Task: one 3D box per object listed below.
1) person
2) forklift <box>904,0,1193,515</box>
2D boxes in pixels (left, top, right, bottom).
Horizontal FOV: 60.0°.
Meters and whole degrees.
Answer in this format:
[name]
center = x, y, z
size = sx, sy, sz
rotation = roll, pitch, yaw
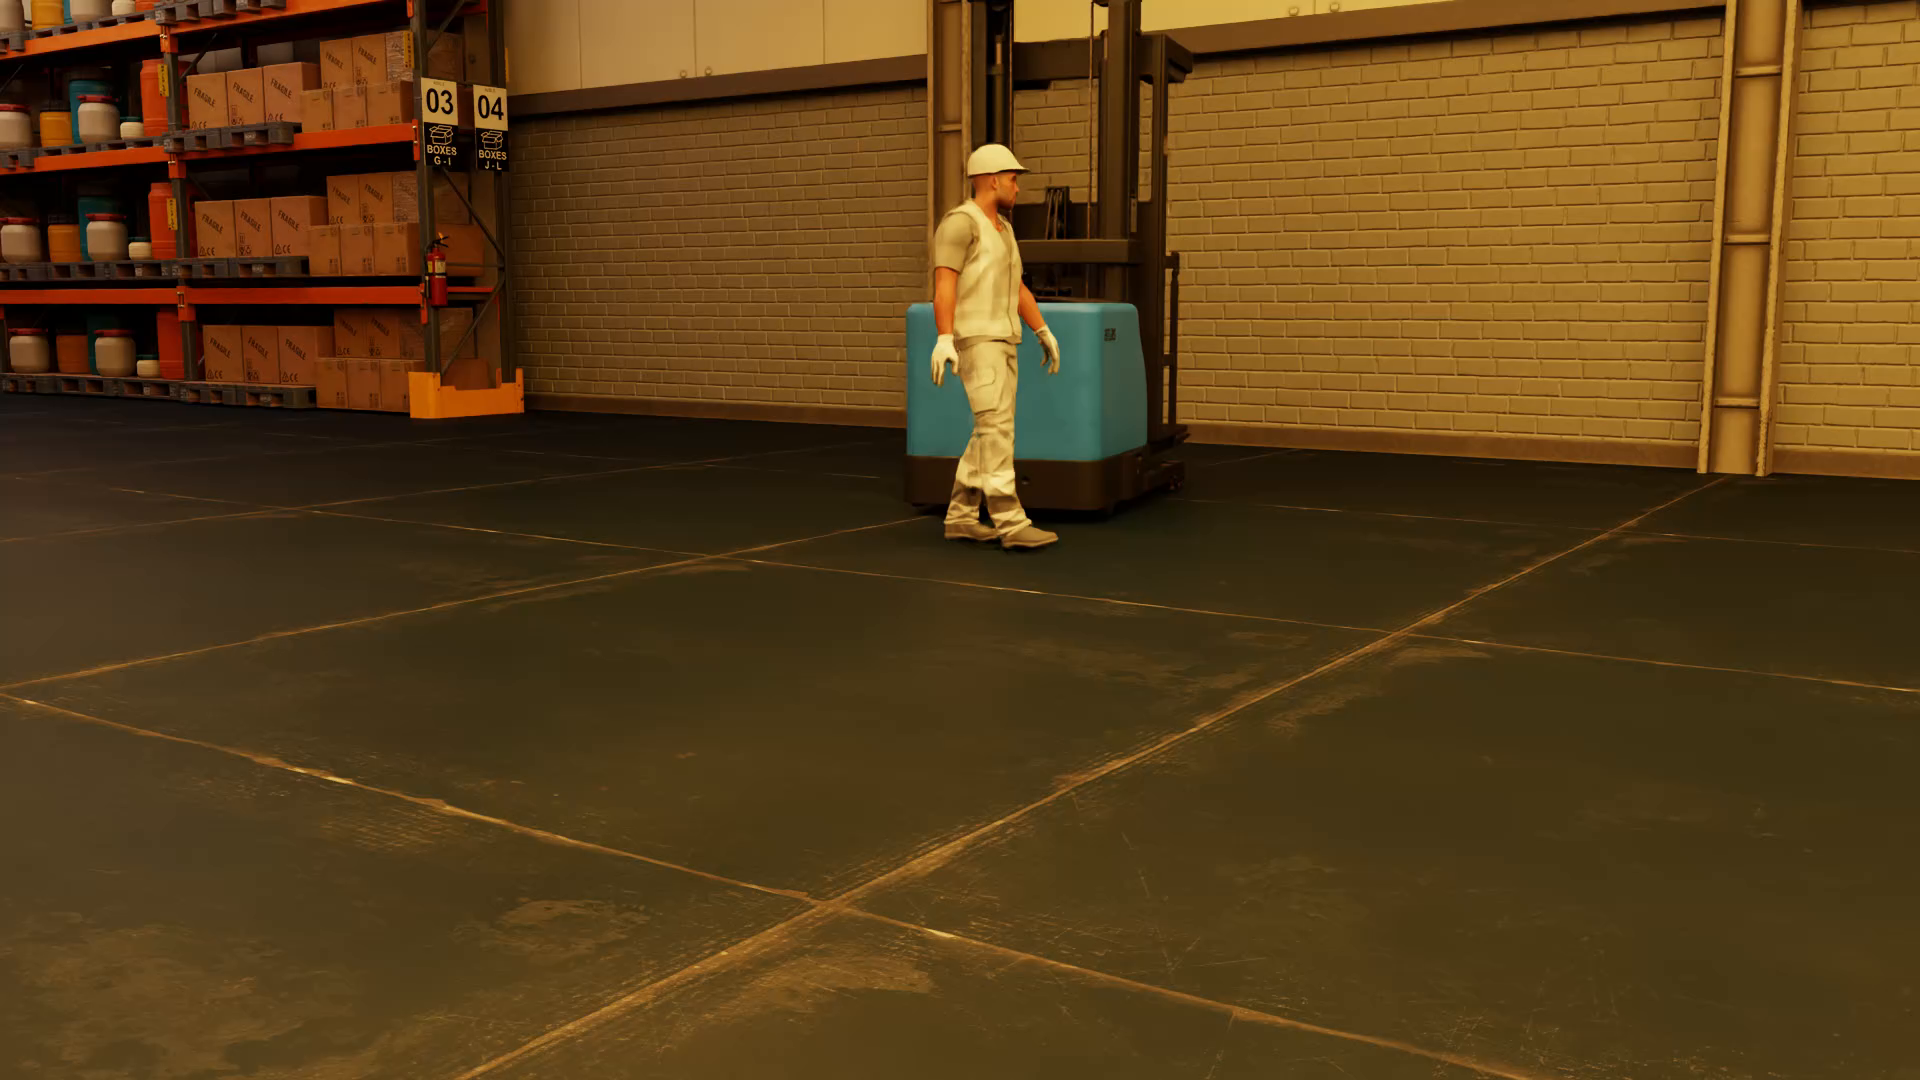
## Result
[person]
center = 0.211, -0.853, 7.370
size = 0.655, 1.774, 0.724
rotation = 4, 9, 26
[forklift]
center = 0.685, -1.745, 9.467
size = 1.130, 2.935, 3.031
rotation = 3, 9, 19
